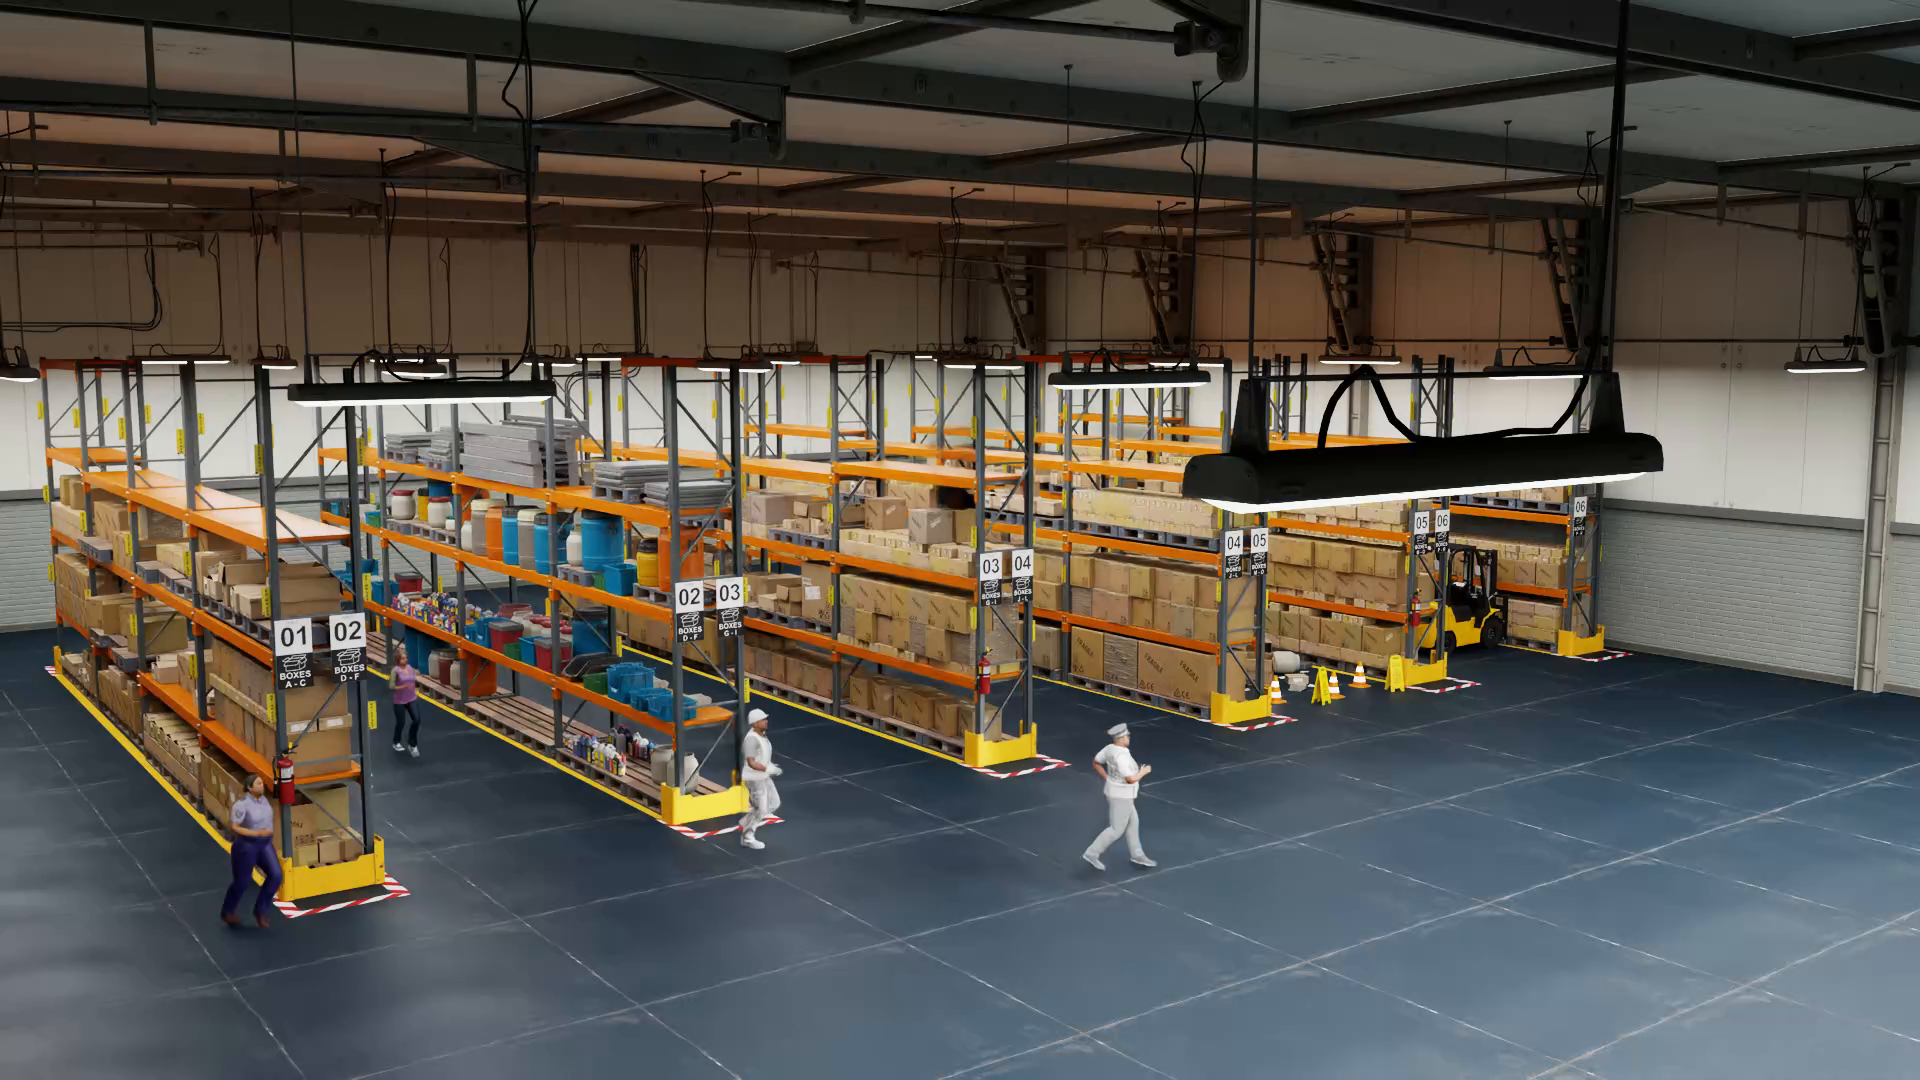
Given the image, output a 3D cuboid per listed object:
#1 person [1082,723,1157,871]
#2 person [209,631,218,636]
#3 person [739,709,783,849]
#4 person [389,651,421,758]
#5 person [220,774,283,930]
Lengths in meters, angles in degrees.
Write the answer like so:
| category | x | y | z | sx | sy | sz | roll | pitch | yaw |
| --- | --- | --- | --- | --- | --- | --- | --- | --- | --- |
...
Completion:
| category | x | y | z | sx | sy | sz | roll | pitch | yaw |
| --- | --- | --- | --- | --- | --- | --- | --- | --- | --- |
| person | 1.909 | 3.058 | 19.797 | 0.964 | 1.788 | 0.656 | -1 | 7 | -10 |
| person | -14.583 | 1.641 | 32.150 | 0.628 | 1.727 | 0.671 | 6 | 9 | 41 |
| person | -2.494 | 2.977 | 20.845 | 0.605 | 1.751 | 0.727 | 1 | 7 | 6 |
| person | -8.458 | 2.501 | 25.348 | 0.514 | 1.639 | 0.666 | -7 | 10 | -44 |
| person | -7.666 | 3.366 | 18.054 | 0.674 | 1.663 | 0.641 | 3 | 7 | 22 |
